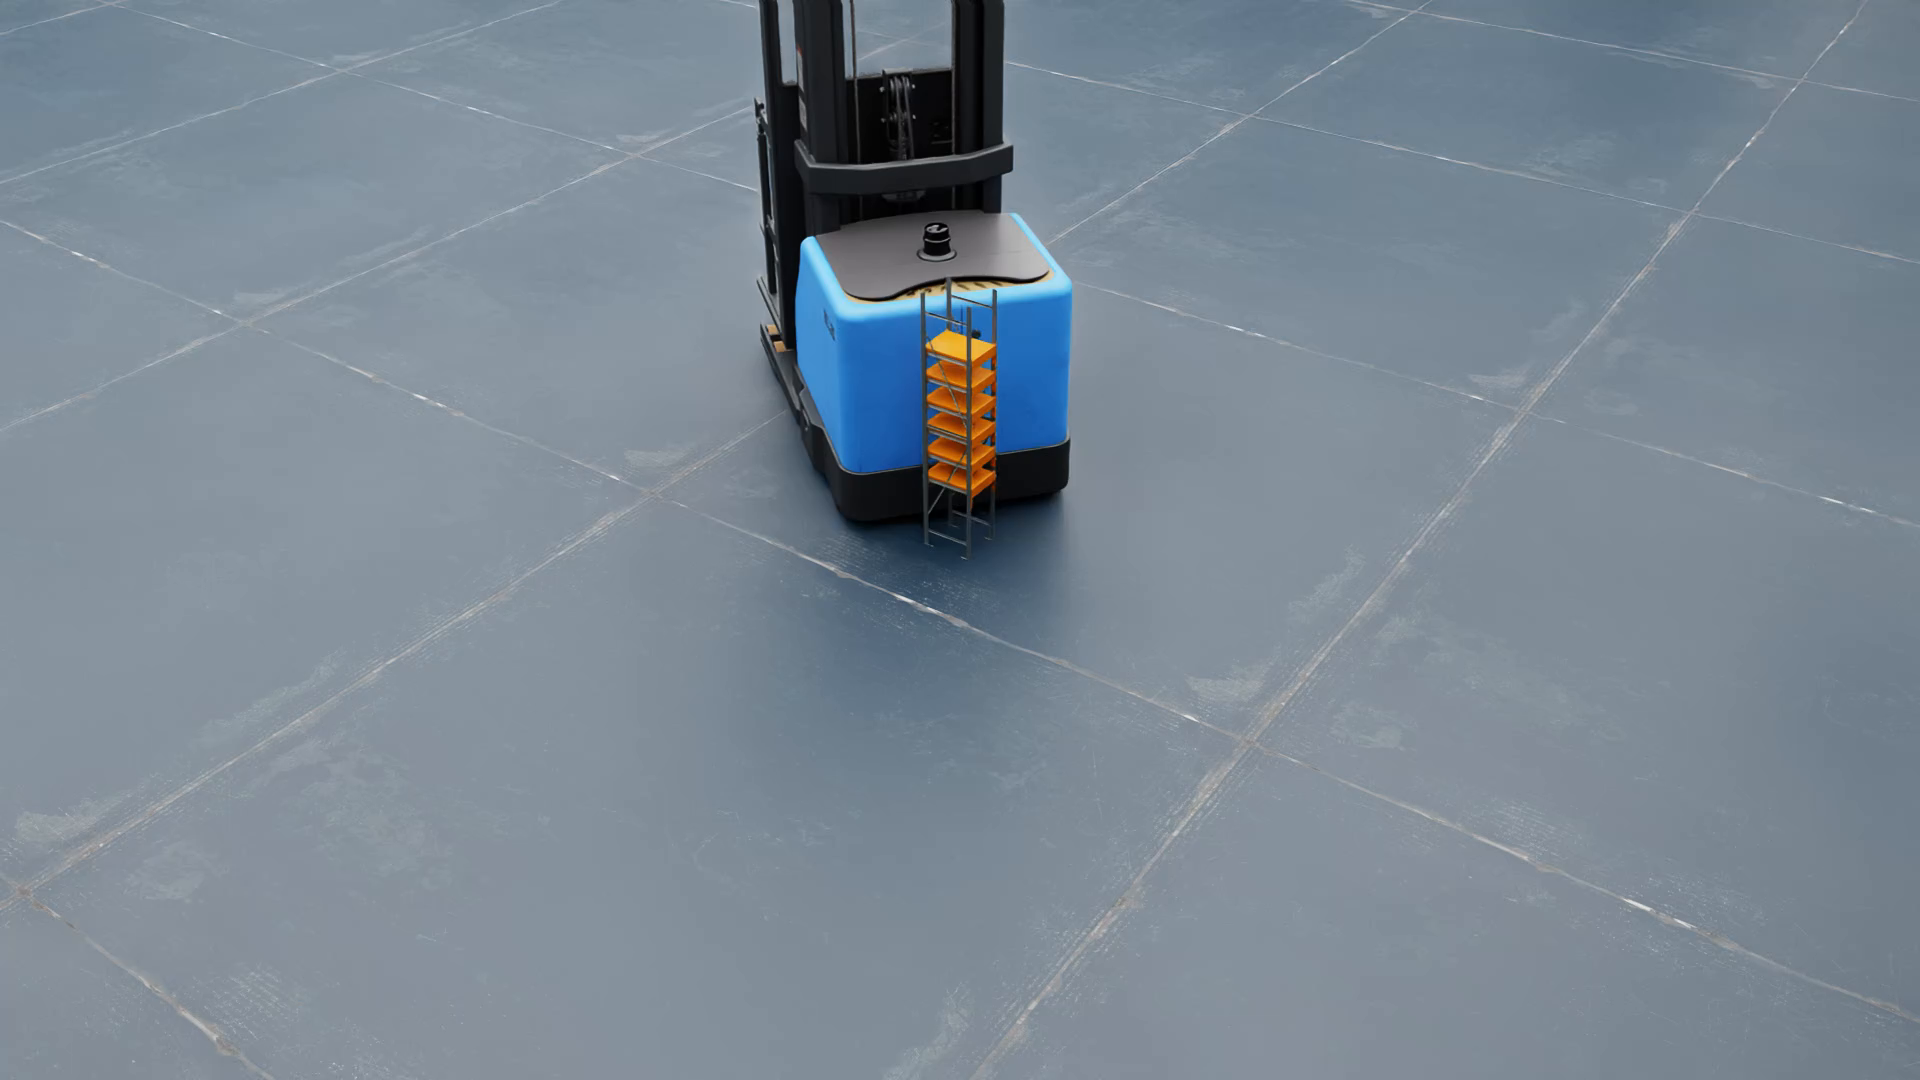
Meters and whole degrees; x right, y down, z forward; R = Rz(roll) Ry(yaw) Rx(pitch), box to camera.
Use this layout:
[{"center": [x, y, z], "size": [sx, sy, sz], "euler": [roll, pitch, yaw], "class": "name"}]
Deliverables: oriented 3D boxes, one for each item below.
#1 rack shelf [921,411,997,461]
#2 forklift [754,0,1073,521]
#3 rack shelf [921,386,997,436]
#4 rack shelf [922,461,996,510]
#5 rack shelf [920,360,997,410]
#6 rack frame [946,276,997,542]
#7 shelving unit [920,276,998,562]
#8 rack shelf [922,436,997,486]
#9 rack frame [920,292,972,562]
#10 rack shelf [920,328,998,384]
[{"center": [-0.004, -0.447, 6.918], "size": [0.258, 0.103, 0.180], "euler": [21, 39, 28], "class": "rack shelf"}, {"center": [-0.407, -2.118, 7.766], "size": [1.130, 2.935, 3.031], "euler": [-9, 35, -13], "class": "forklift"}, {"center": [-0.004, -0.546, 6.851], "size": [0.258, 0.103, 0.180], "euler": [21, 39, 28], "class": "rack shelf"}, {"center": [-0.003, -0.248, 7.052], "size": [0.258, 0.103, 0.180], "euler": [21, 39, 28], "class": "rack shelf"}, {"center": [-0.004, -0.646, 6.784], "size": [0.258, 0.103, 0.180], "euler": [21, 39, 28], "class": "rack shelf"}, {"center": [0.047, -0.526, 6.956], "size": [0.240, 1.200, 0.006], "euler": [21, 39, 28], "class": "rack frame"}, {"center": [-0.004, -0.484, 6.893], "size": [0.258, 1.200, 0.189], "euler": [21, 39, 28], "class": "shelving unit"}, {"center": [-0.004, -0.347, 6.985], "size": [0.258, 0.103, 0.180], "euler": [21, 39, 28], "class": "rack shelf"}, {"center": [-0.055, -0.441, 6.830], "size": [0.240, 1.200, 0.006], "euler": [21, 39, 28], "class": "rack frame"}, {"center": [-0.005, -0.745, 6.717], "size": [0.258, 0.103, 0.180], "euler": [21, 39, 28], "class": "rack shelf"}]
